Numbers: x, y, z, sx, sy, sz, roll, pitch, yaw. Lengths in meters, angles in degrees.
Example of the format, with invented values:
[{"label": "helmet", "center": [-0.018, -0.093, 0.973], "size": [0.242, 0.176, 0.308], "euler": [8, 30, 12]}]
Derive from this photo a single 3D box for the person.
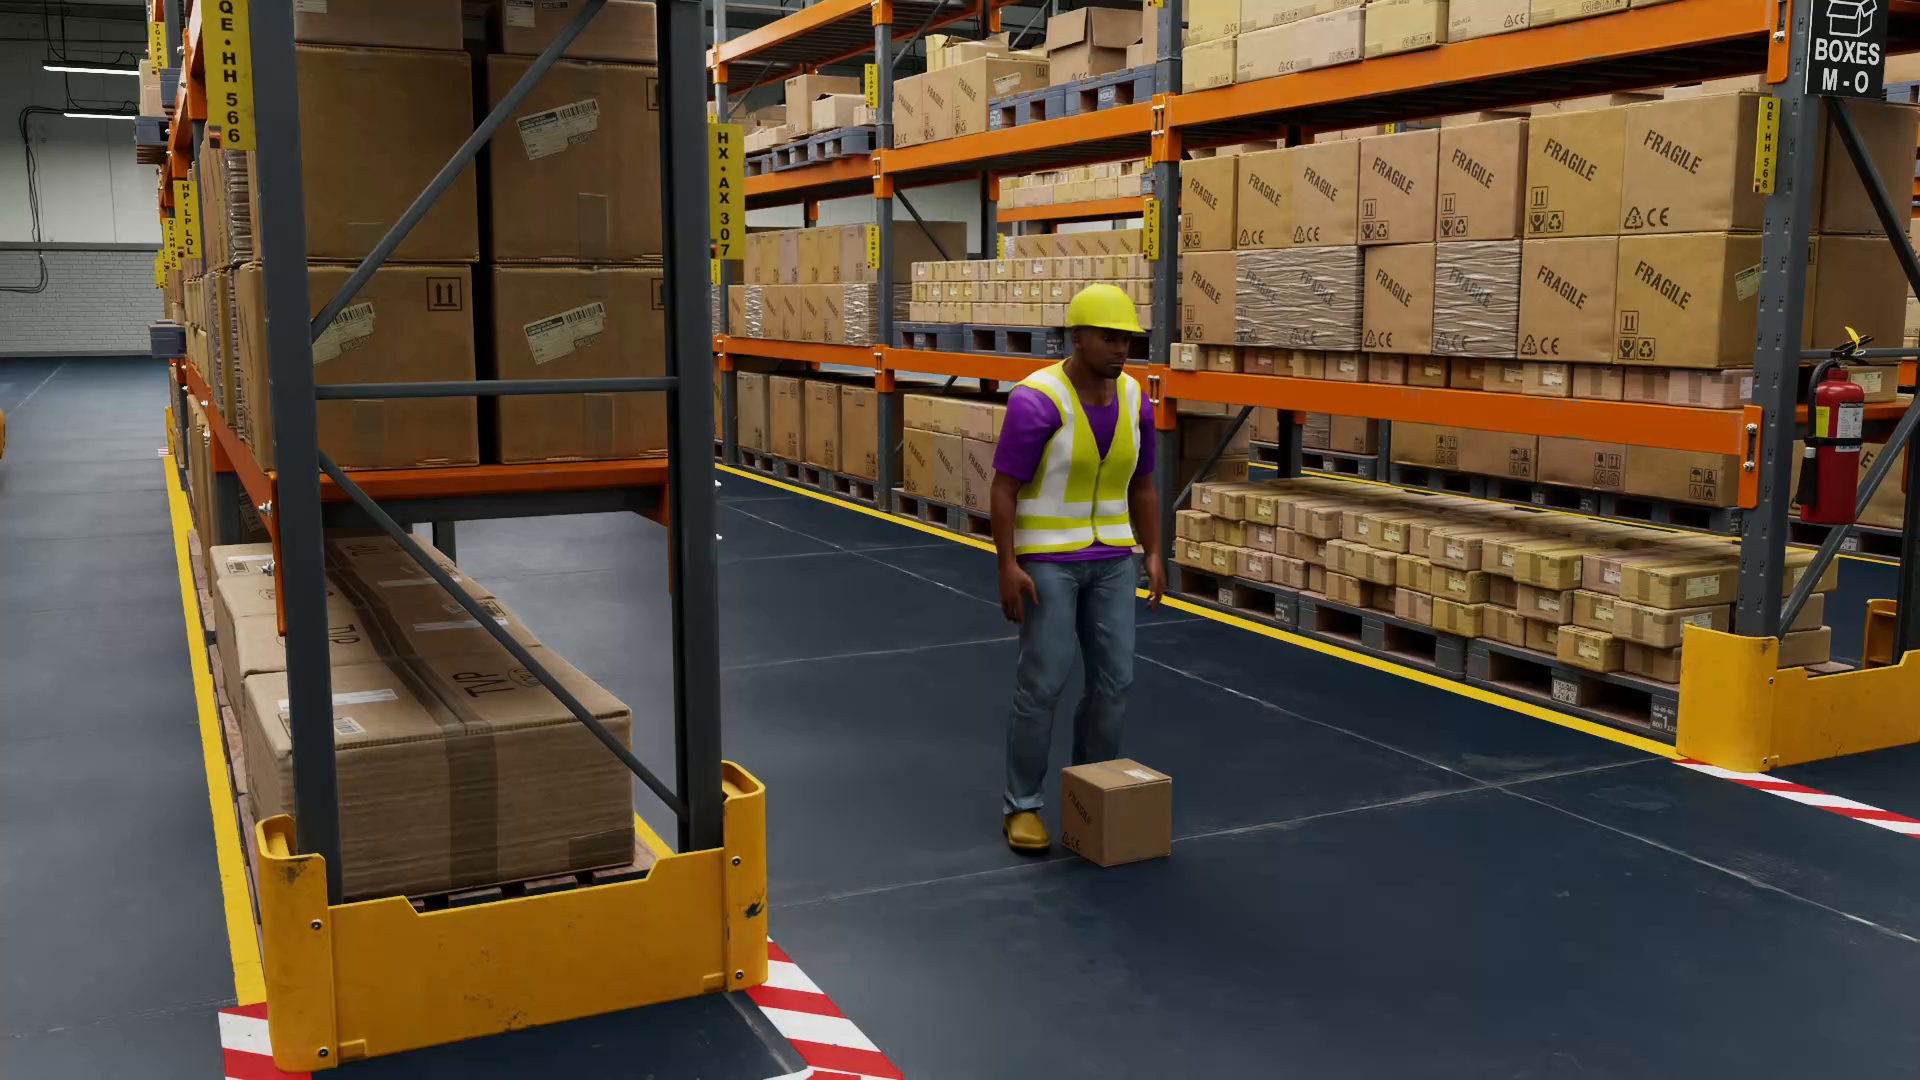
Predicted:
[{"label": "person", "center": [0.386, 0.074, 5.284], "size": [0.635, 1.760, 0.457], "euler": [-5, 10, -29]}]
